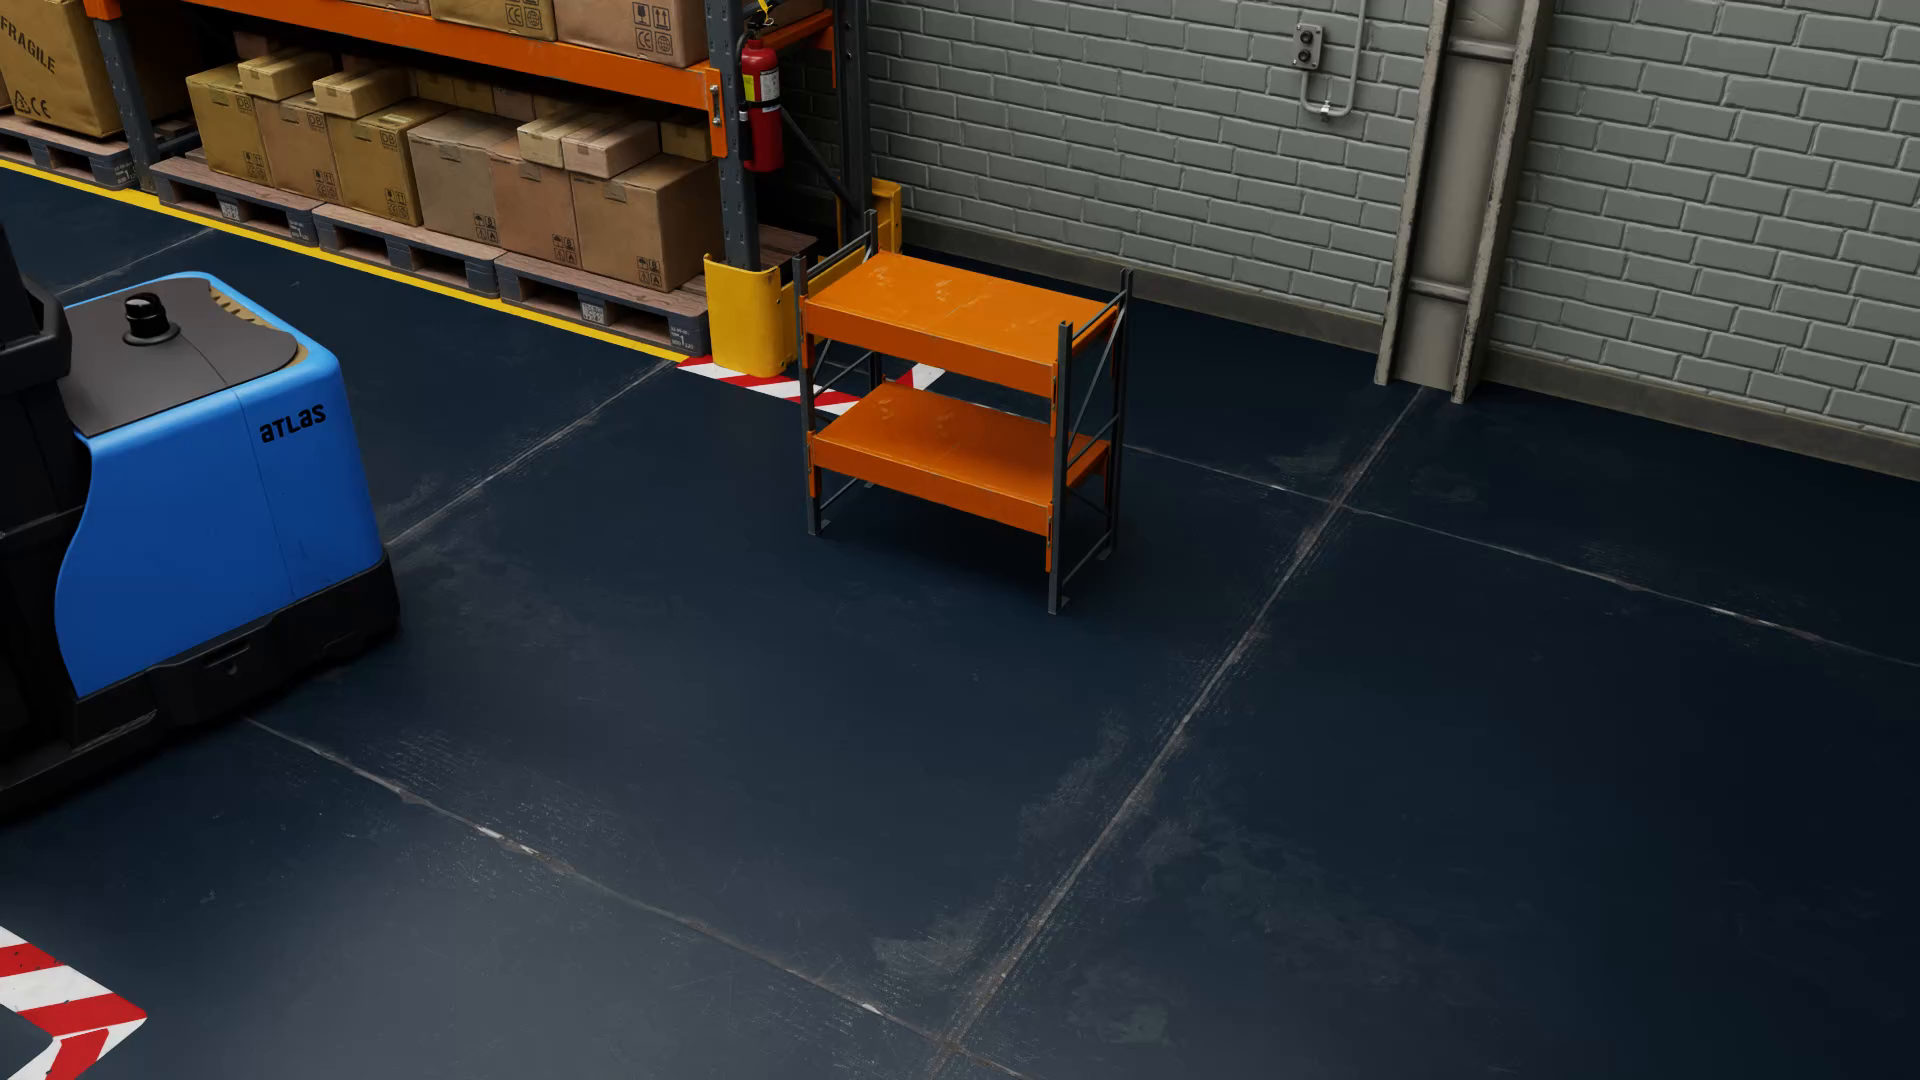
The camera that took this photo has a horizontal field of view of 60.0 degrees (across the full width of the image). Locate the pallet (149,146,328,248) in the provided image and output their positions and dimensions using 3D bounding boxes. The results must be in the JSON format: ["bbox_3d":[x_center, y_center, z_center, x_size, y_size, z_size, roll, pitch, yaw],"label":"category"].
[{"bbox_3d":[-3.566,-1.975,9.026,1.213,0.211,1.003,18,37,24],"label":"pallet"}]

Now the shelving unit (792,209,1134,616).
[{"bbox_3d":[0.006,-0.466,5.935,1.048,1.125,0.538,18,37,24],"label":"shelving unit"}]

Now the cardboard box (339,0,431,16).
[{"bbox_3d":[-2.456,-2.952,7.706,0.700,0.700,0.980,16,37,22],"label":"cardboard box"}]

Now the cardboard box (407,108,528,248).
[{"bbox_3d":[-2.243,-1.837,8.179,0.500,0.500,0.700,16,37,23],"label":"cardboard box"}]

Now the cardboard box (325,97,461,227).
[{"bbox_3d":[-2.710,-1.980,8.394,0.500,0.500,0.700,18,38,25],"label":"cardboard box"}]

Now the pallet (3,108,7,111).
[{"bbox_3d":[-5.958,-2.733,10.164,1.213,0.211,1.003,18,37,24],"label":"pallet"}]

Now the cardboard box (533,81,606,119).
[{"bbox_3d":[-1.821,-2.101,7.990,0.250,0.149,0.380,18,38,25],"label":"cardboard box"}]

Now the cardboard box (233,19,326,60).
[{"bbox_3d":[-3.616,-2.668,8.841,0.250,0.149,0.380,17,37,24],"label":"cardboard box"}]

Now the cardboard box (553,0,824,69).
[{"bbox_3d":[-1.162,-2.543,7.092,0.700,0.700,0.980,19,38,26],"label":"cardboard box"}]

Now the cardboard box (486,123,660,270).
[{"bbox_3d":[-1.806,-1.699,7.972,0.500,0.500,0.700,17,37,24],"label":"cardboard box"}]

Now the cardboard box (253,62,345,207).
[{"bbox_3d":[-3.154,-2.122,8.607,0.500,0.500,0.700,17,37,24],"label":"cardboard box"}]

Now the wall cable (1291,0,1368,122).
[{"bbox_3d":[0.867,-2.809,6.845,1.851,1.984,0.084,18,37,24],"label":"wall cable"}]

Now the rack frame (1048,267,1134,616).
[{"bbox_3d":[0.447,-0.327,5.725,0.032,1.125,0.500,18,37,24],"label":"rack frame"}]

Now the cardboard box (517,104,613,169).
[{"bbox_3d":[-1.796,-1.849,7.612,0.250,0.149,0.380,19,38,26],"label":"cardboard box"}]

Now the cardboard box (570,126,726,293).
[{"bbox_3d":[-1.371,-1.561,7.765,0.500,0.500,0.700,18,37,24],"label":"cardboard box"}]

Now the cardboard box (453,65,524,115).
[{"bbox_3d":[-2.265,-2.241,8.200,0.250,0.149,0.380,18,38,25],"label":"cardboard box"}]

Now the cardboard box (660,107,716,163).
[{"bbox_3d":[-1.164,-1.893,7.678,0.250,0.149,0.380,18,38,25],"label":"cardboard box"}]

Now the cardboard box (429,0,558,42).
[{"bbox_3d":[-1.799,-2.738,7.384,0.700,0.700,0.980,17,37,24],"label":"cardboard box"}]

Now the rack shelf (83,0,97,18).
[{"bbox_3d":[-5.923,-3.633,9.649,4.000,0.370,1.077,18,37,24],"label":"rack shelf"}]

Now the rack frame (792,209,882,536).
[{"bbox_3d":[-0.435,-0.606,6.145,0.032,1.125,0.500,18,37,24],"label":"rack frame"}]

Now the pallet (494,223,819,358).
[{"bbox_3d":[-1.447,-1.304,8.018,1.213,0.211,1.003,18,37,24],"label":"pallet"}]

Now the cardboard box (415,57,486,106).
[{"bbox_3d":[-2.485,-2.311,8.305,0.250,0.149,0.380,17,37,24],"label":"cardboard box"}]

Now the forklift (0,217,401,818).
[{"bbox_3d":[-3.320,-0.504,4.362,1.130,2.935,3.031,28,43,35],"label":"forklift"}]

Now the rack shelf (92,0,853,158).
[{"bbox_3d":[-2.451,-2.533,7.997,4.000,0.370,1.077,18,37,24],"label":"rack shelf"}]

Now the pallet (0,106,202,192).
[{"bbox_3d":[-4.894,-2.398,9.661,1.213,0.211,1.003,18,37,24],"label":"pallet"}]

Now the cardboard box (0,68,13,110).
[{"bbox_3d":[-5.589,-3.022,9.643,0.750,0.750,0.750,19,38,26],"label":"cardboard box"}]

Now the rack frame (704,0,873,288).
[{"bbox_3d":[-0.714,-2.283,6.972,0.127,3.000,1.000,18,37,24],"label":"rack frame"}]

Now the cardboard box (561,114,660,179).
[{"bbox_3d":[-1.573,-1.779,7.507,0.250,0.149,0.380,17,37,24],"label":"cardboard box"}]

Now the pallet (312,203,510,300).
[{"bbox_3d":[-2.502,-1.640,8.523,1.213,0.211,1.003,18,37,24],"label":"pallet"}]

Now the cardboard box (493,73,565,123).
[{"bbox_3d":[-2.042,-2.171,8.095,0.250,0.149,0.380,18,38,25],"label":"cardboard box"}]

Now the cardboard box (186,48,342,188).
[{"bbox_3d":[-3.589,-2.262,8.817,0.500,0.500,0.700,18,38,25],"label":"cardboard box"}]

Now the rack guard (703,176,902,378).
[{"bbox_3d":[-0.693,-1.236,7.655,0.348,0.500,1.175,18,37,24],"label":"rack guard"}]

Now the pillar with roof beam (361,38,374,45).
[{"bbox_3d":[-5.286,-4.032,4.186,0.400,9.000,9.100,18,37,24],"label":"pillar with roof beam"}]

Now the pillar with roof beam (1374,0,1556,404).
[{"bbox_3d":[-0.077,-2.382,1.708,0.400,9.000,9.100,18,37,24],"label":"pillar with roof beam"}]

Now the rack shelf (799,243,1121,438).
[{"bbox_3d":[0.006,-0.710,5.773,1.000,0.278,0.538,18,37,24],"label":"rack shelf"}]

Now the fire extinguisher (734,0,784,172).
[{"bbox_3d":[-0.812,-1.832,6.701,0.183,0.674,0.296,18,37,24],"label":"fire extinguisher"}]

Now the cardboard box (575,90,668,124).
[{"bbox_3d":[-1.604,-2.032,7.887,0.250,0.149,0.380,18,38,25],"label":"cardboard box"}]

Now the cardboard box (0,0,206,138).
[{"bbox_3d":[-4.816,-2.779,9.278,0.750,0.750,0.750,18,38,25],"label":"cardboard box"}]

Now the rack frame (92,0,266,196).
[{"bbox_3d":[-4.187,-3.383,8.624,0.127,3.000,1.000,18,37,24],"label":"rack frame"}]

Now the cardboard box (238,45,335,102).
[{"bbox_3d":[-3.382,-2.350,8.364,0.250,0.149,0.380,19,38,26],"label":"cardboard box"}]

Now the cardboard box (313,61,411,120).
[{"bbox_3d":[-2.929,-2.207,8.149,0.250,0.149,0.380,16,37,23],"label":"cardboard box"}]

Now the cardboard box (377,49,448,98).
[{"bbox_3d":[-2.709,-2.382,8.411,0.250,0.149,0.380,18,38,25],"label":"cardboard box"}]

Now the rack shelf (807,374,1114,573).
[{"bbox_3d":[0.006,-0.263,6.071,1.000,0.278,0.538,18,37,24],"label":"rack shelf"}]

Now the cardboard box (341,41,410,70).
[{"bbox_3d":[-2.928,-2.451,8.516,0.250,0.149,0.380,16,37,23],"label":"cardboard box"}]
